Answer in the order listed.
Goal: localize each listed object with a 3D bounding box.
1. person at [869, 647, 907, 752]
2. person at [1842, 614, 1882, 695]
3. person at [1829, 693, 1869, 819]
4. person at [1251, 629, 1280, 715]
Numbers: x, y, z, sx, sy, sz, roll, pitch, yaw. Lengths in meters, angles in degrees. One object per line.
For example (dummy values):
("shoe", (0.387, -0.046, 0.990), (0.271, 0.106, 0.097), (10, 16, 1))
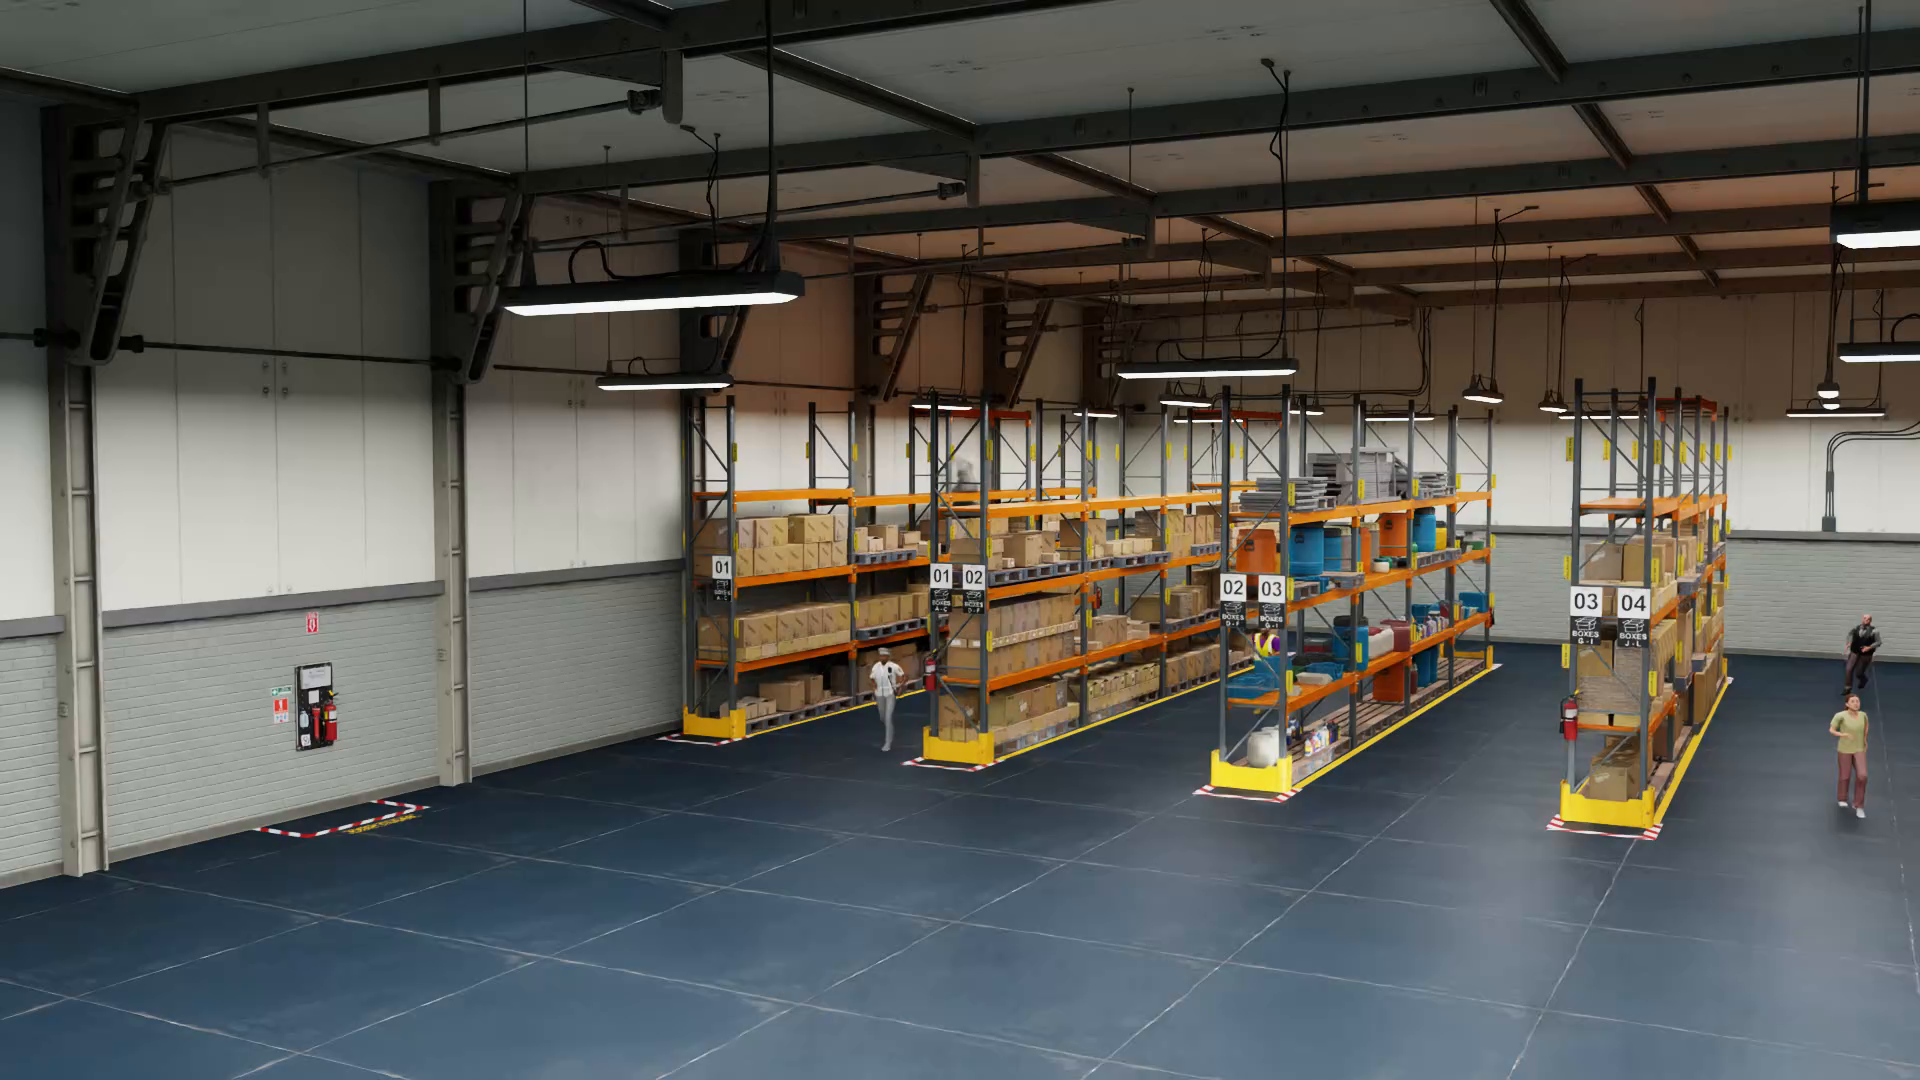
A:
("person", (-1.247, 2.657, 28.191), (0.617, 1.710, 0.904), (1, 3, 21))
("person", (18.643, 2.366, 34.331), (0.809, 1.687, 0.697), (-3, 4, -42))
("person", (12.311, 2.969, 23.011), (0.565, 1.722, 0.728), (1, 3, 13))
("person", (5.896, 2.442, 32.033), (0.616, 1.807, 0.893), (1, 3, 21))
